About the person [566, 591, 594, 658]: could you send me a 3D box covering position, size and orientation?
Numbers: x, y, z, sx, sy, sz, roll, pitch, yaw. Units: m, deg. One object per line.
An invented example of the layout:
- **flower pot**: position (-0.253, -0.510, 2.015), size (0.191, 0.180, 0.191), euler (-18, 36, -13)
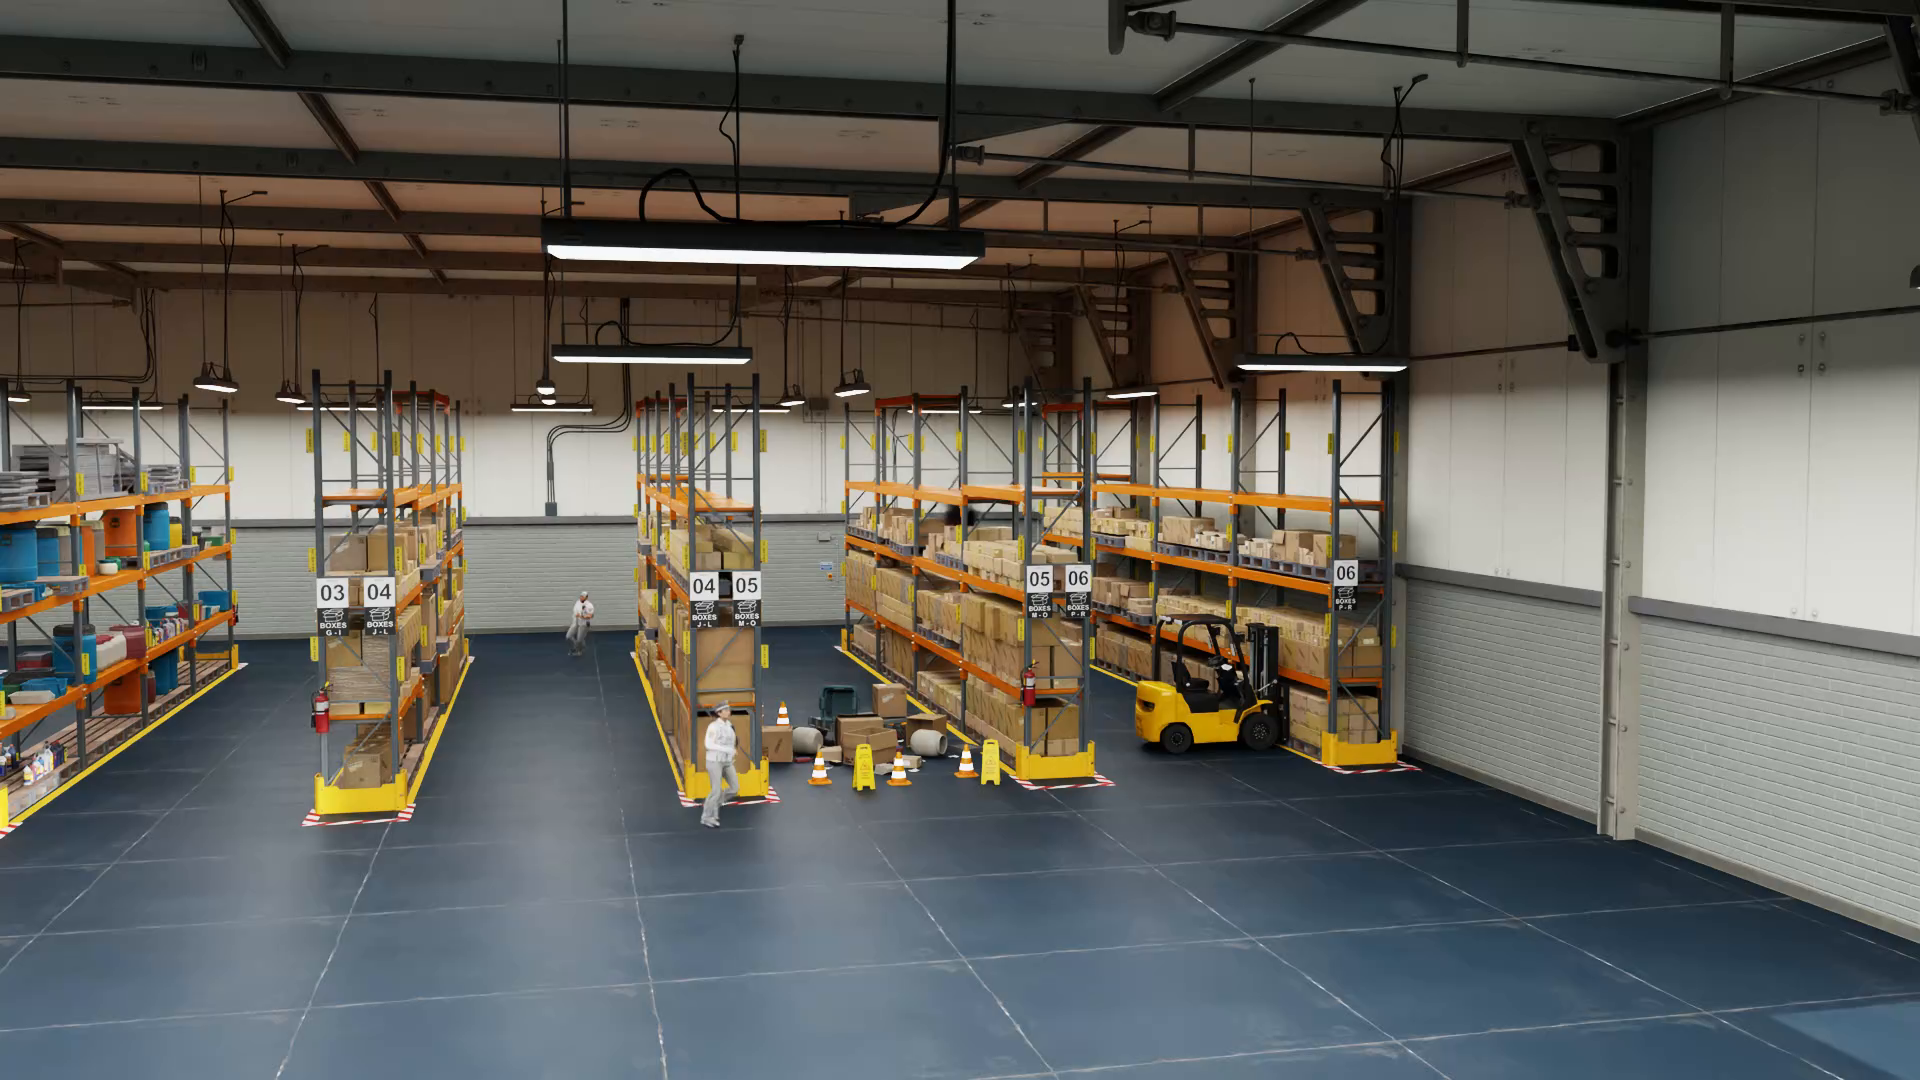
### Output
- **person**: position (-8.868, 1.973, 38.918), size (0.743, 1.602, 0.631), euler (1, 4, 22)

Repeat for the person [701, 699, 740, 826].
- **person**: position (-3.080, 2.916, 21.825), size (0.578, 1.653, 0.649), euler (2, 4, 33)

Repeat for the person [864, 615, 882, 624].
- **person**: position (-2.123, 1.719, 41.747), size (0.715, 1.707, 0.689), euler (1, 3, 19)
